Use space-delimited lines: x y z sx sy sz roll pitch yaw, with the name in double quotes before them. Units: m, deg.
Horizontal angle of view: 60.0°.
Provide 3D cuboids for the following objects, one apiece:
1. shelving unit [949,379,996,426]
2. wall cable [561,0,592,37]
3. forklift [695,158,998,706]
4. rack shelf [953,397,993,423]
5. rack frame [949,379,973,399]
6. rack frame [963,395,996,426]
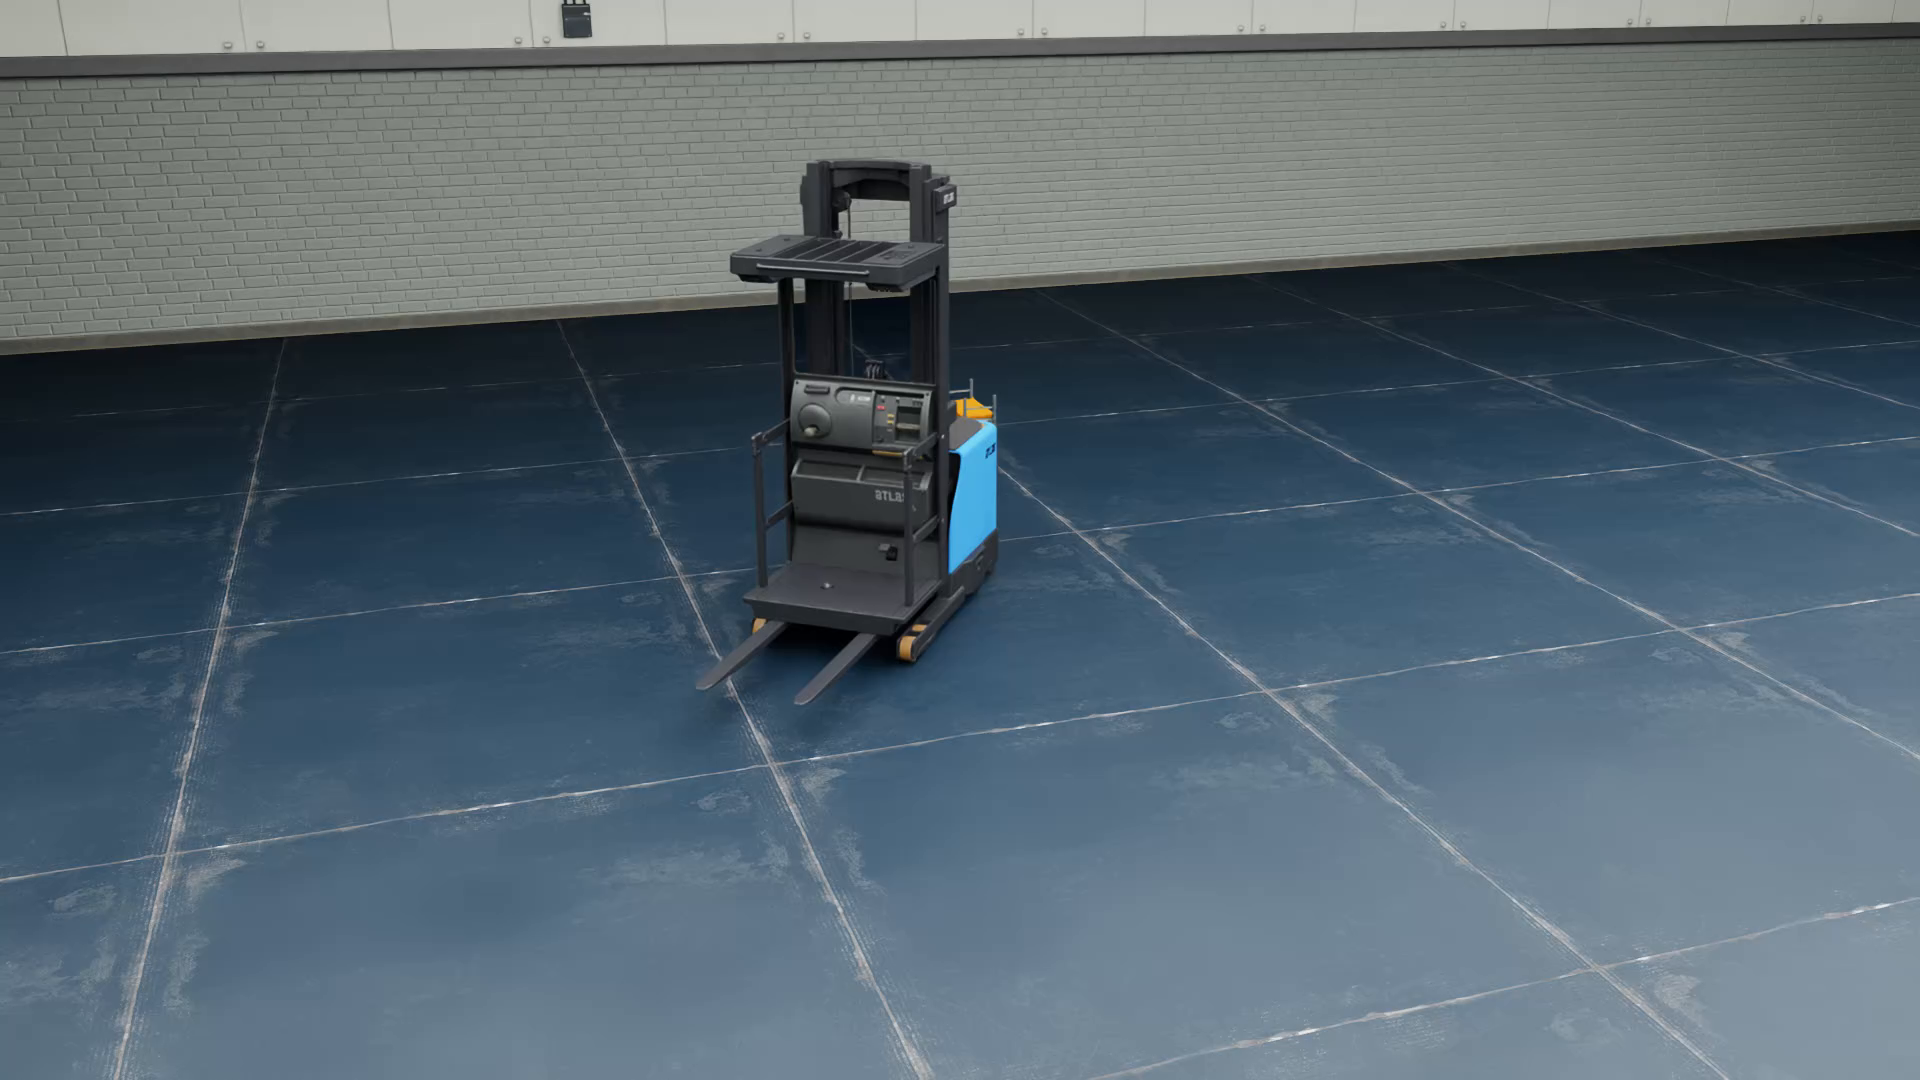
"shelving unit" 0.059 -0.521 12.092 0.258 1.200 0.503 -7 21 -18
"wall cable" -3.354 -8.603 18.026 2.305 6.003 0.169 -6 21 -17
"forklift" -0.692 -0.776 10.241 1.130 2.935 3.031 7 21 18
"rack shelf" 0.059 -0.891 11.959 0.258 0.148 0.480 -7 21 -18
"rack frame" -0.021 -0.599 12.309 0.240 1.200 0.015 -7 21 -18
"rack frame" 0.139 -0.443 11.875 0.240 1.200 0.015 -7 21 -18
